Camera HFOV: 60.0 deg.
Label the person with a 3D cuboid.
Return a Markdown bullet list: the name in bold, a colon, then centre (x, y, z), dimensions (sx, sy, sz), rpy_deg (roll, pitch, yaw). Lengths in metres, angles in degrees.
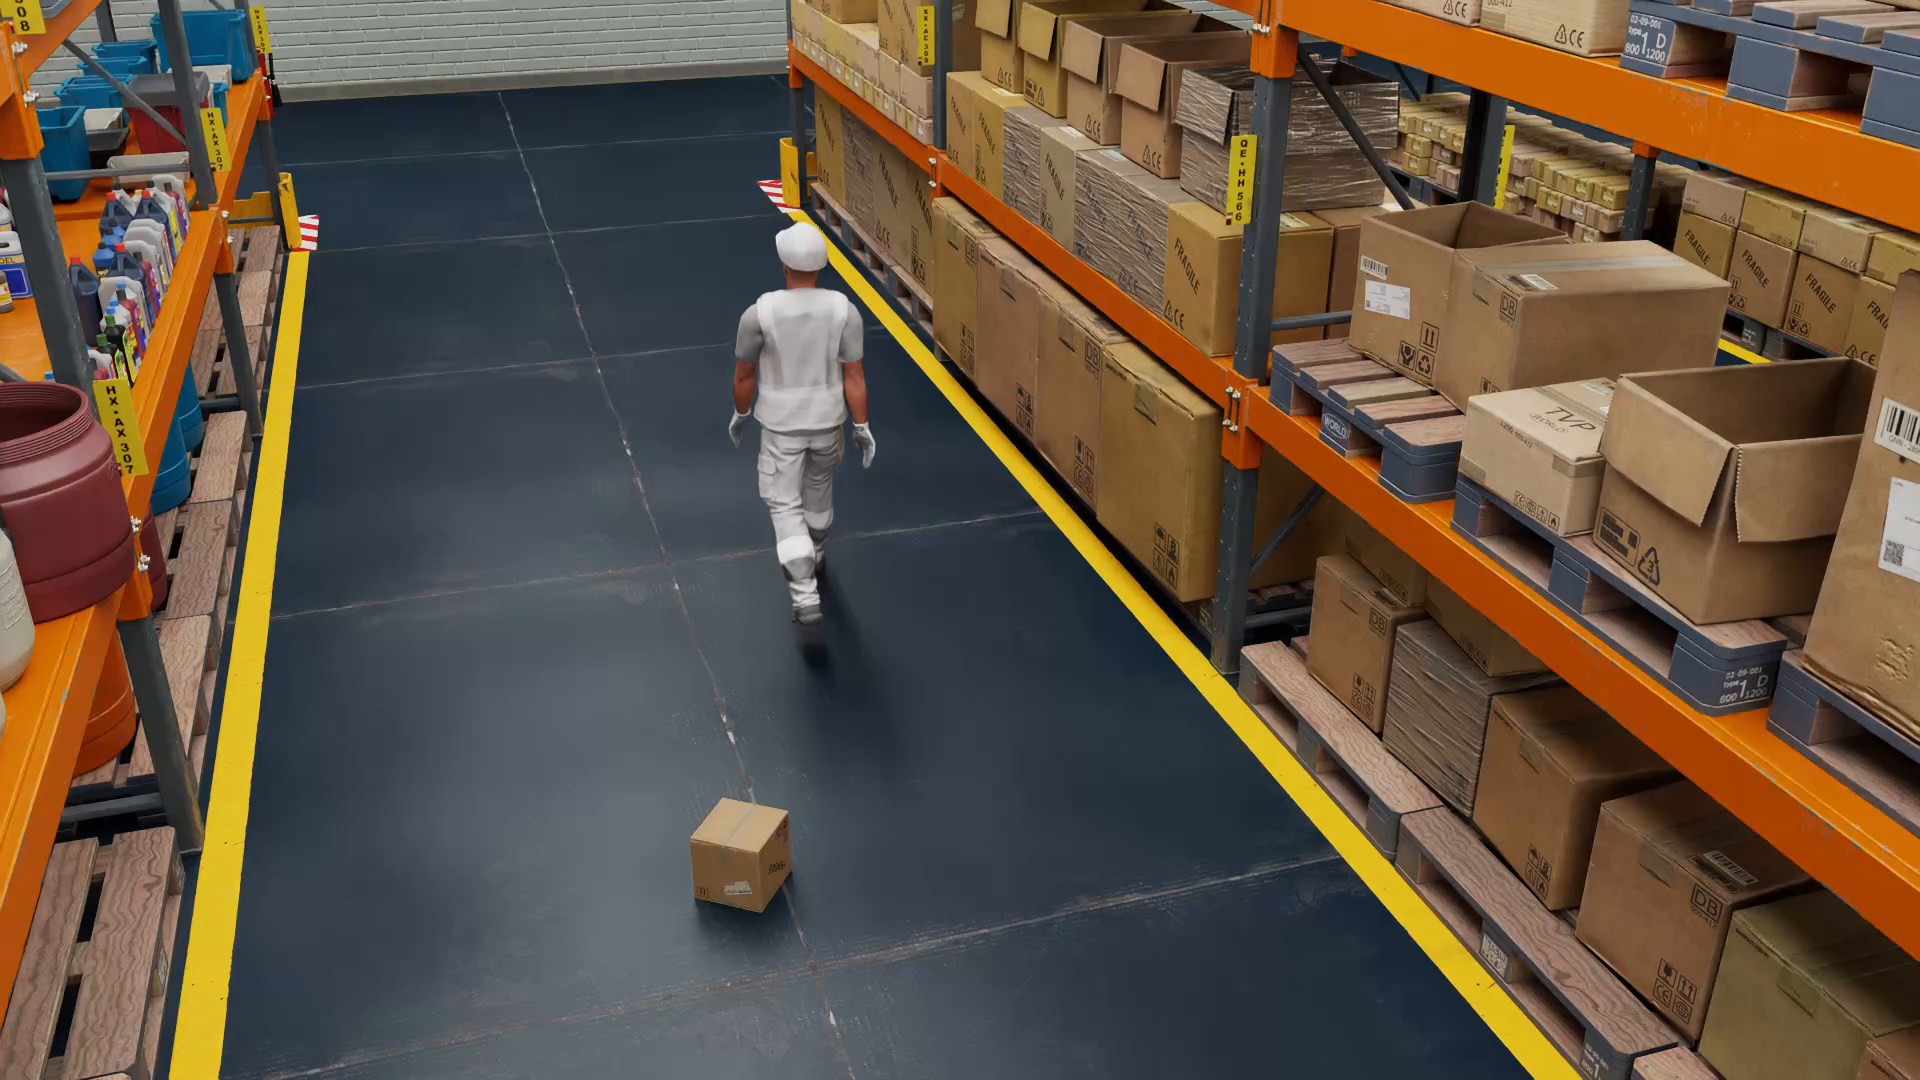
- **person**: centre (-0.685, -0.516, 7.153), dimensions (0.584, 1.744, 1.050), rpy_deg (-8, 27, -16)
